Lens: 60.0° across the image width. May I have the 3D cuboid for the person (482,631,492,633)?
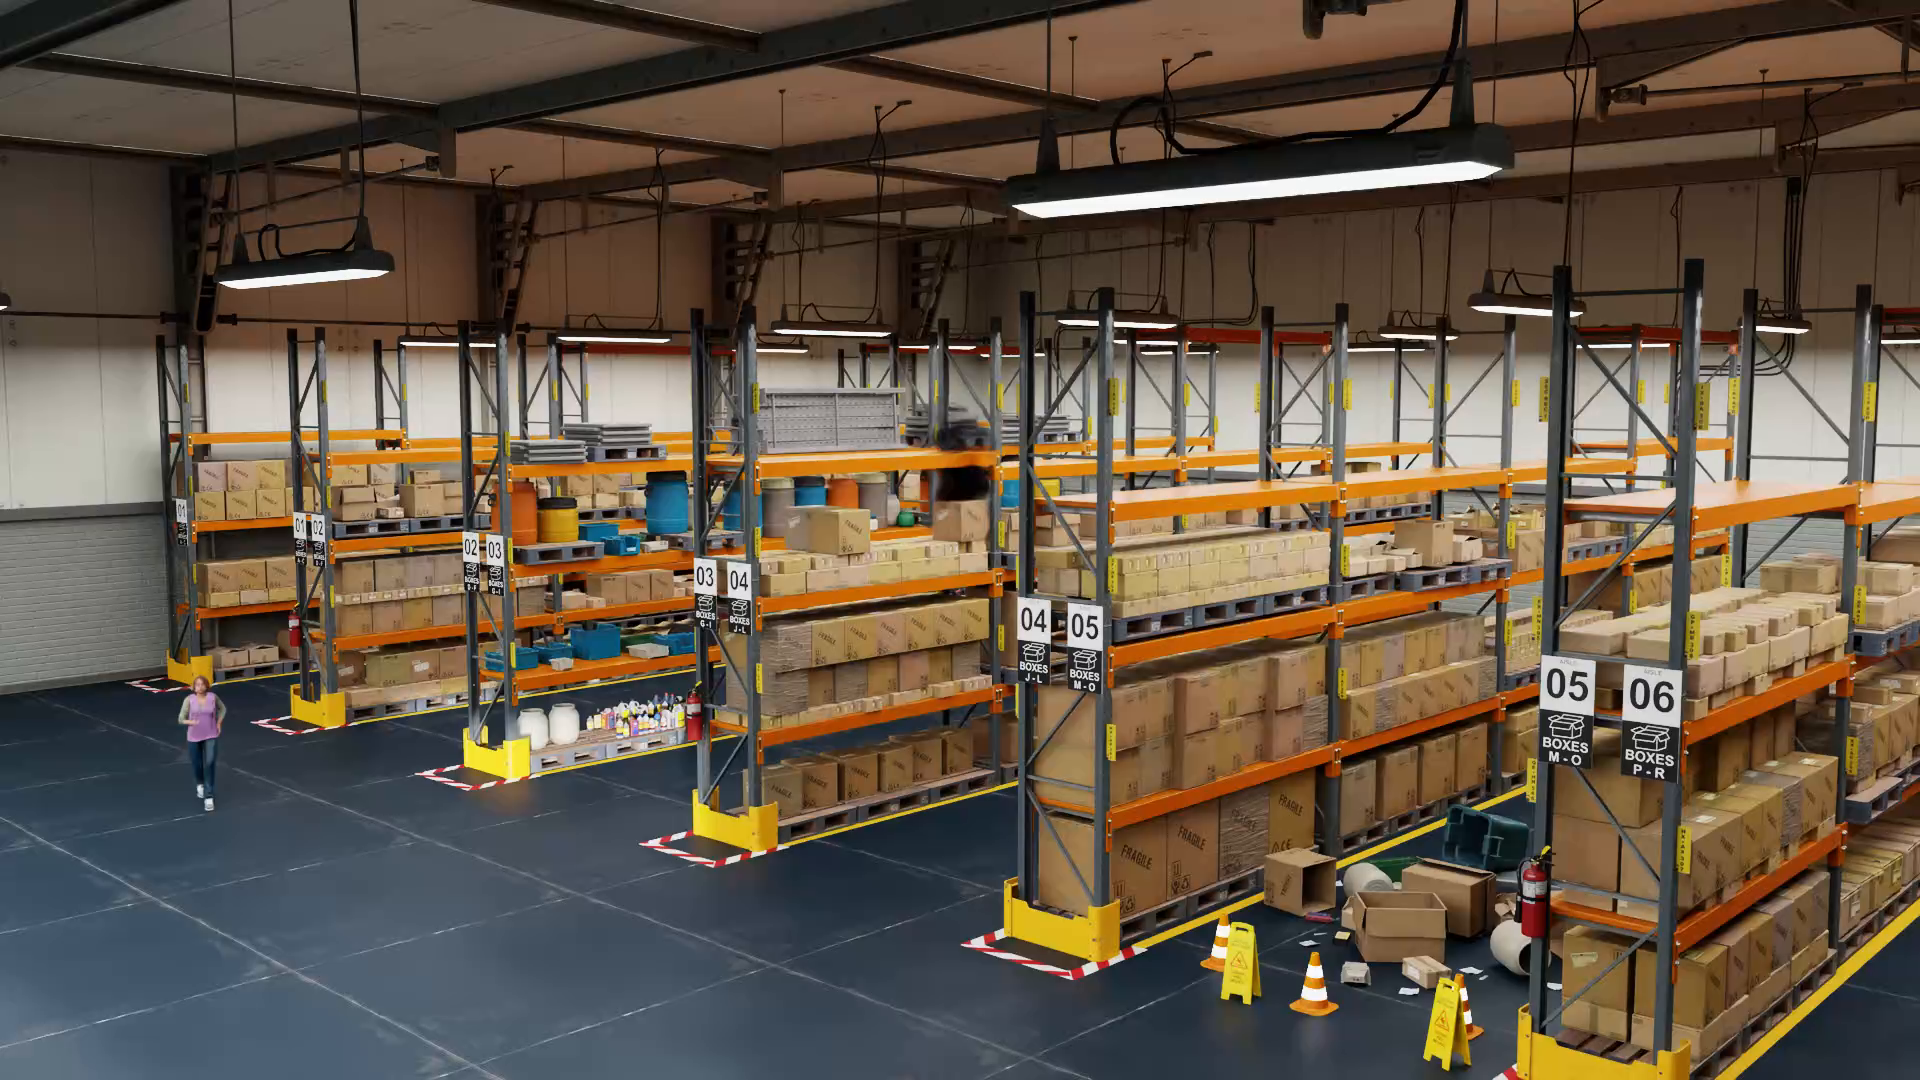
[{"bbox_3d":[-8.464,1.612,29.237,0.570,1.688,0.796,4,7,39],"label":"person"}]

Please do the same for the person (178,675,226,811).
[{"bbox_3d":[-9.234,2.439,20.286,0.539,1.592,0.833,-2,6,-25],"label":"person"}]
